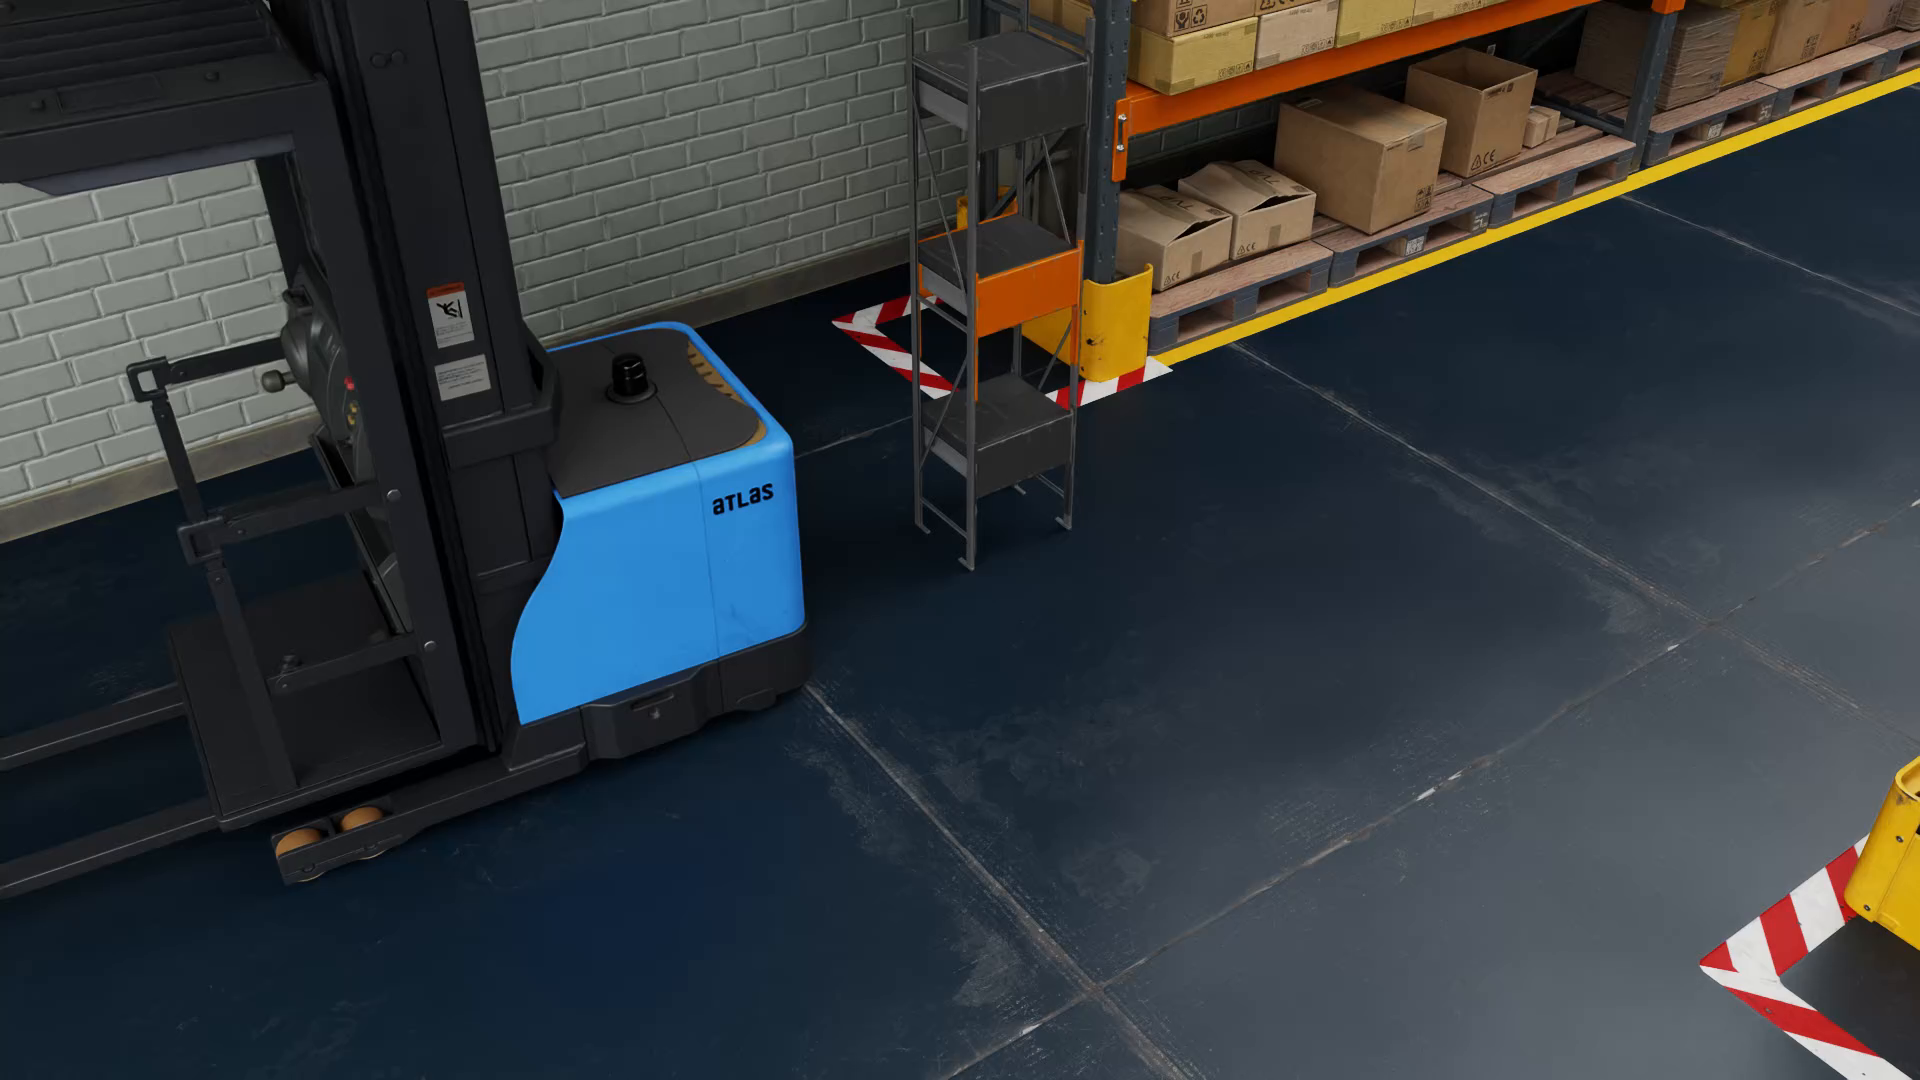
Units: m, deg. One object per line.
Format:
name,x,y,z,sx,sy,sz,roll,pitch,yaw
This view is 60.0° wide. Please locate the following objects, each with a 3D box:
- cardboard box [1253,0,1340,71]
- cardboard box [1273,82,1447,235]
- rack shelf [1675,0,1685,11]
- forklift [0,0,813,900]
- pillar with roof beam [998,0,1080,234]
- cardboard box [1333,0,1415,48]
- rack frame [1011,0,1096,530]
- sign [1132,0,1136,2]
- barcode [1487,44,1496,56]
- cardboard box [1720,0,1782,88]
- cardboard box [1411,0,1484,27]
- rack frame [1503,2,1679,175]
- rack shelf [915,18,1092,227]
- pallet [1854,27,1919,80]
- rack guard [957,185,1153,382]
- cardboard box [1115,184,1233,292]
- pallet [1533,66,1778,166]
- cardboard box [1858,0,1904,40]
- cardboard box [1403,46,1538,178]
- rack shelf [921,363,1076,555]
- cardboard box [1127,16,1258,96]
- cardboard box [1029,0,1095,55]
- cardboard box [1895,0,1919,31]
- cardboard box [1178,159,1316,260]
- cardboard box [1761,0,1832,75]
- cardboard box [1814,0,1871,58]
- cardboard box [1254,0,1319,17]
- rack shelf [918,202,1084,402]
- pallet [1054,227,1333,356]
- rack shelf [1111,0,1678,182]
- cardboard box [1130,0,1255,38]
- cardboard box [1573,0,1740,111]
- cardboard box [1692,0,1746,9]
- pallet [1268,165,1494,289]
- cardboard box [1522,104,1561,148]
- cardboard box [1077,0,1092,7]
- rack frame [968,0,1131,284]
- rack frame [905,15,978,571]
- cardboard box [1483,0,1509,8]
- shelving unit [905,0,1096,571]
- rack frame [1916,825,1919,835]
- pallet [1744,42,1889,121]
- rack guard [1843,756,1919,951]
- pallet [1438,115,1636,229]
cardboard box,1.372,-2.392,7.619,0.500,0.250,0.500,-24,42,-29
cardboard box,2.085,-2.019,8.753,0.500,0.500,0.700,-25,43,-31
rack shelf,5.278,-3.977,10.327,4.000,0.370,1.077,-22,41,-28
forklift,-2.067,-0.466,4.888,3.031,2.935,1.130,-18,40,-24
pillar with roof beam,2.927,-3.280,3.604,0.400,9.000,9.100,-22,41,-28
cardboard box,1.791,-2.561,7.853,0.500,0.250,0.500,-23,42,-29
rack frame,0.335,-0.990,6.328,0.015,2.100,0.400,-22,41,-28
sign,0.686,-2.344,6.698,0.005,0.325,0.100,-22,41,-28
barcode,3.064,-2.823,9.596,0.075,0.075,0.001,-22,41,-28
cardboard box,4.629,-3.214,10.413,0.500,0.500,0.700,-23,42,-29
cardboard box,2.206,-2.730,8.088,0.500,0.250,0.500,-22,41,-27
rack frame,3.643,-3.597,9.182,0.127,3.000,1.000,-22,41,-28
rack shelf,0.135,-1.465,5.814,0.480,0.518,0.431,-22,41,-28
pallet,6.273,-3.548,11.502,1.213,0.211,1.003,-22,41,-28
rack guard,0.436,-1.262,8.076,0.348,0.500,1.175,-22,41,-28
cardboard box,0.991,-1.528,8.231,0.500,0.311,0.500,-28,44,-33
pallet,4.279,-2.727,10.361,1.213,0.211,1.003,-22,41,-28
cardboard box,5.866,-3.721,11.119,0.500,0.500,0.700,-22,41,-28
cardboard box,2.818,-2.392,9.271,0.500,0.500,0.500,-26,43,-31
rack shelf,0.135,-0.329,6.631,0.480,0.518,0.431,-22,41,-28
cardboard box,0.955,-2.211,7.366,0.500,0.250,0.500,-24,42,-29
cardboard box,0.644,-2.448,7.696,0.500,0.250,0.500,-22,41,-27
cardboard box,6.354,-3.839,11.282,0.500,0.500,0.700,-22,41,-27
cardboard box,1.457,-1.720,8.498,0.500,0.311,0.500,-19,40,-24
cardboard box,5.069,-3.366,10.625,0.500,0.500,0.700,-22,41,-27
cardboard box,5.476,-3.540,10.868,0.500,0.500,0.700,-23,41,-28
cardboard box,1.347,-2.681,7.378,0.500,0.500,0.500,-22,41,-28
rack shelf,0.135,-0.897,6.222,0.480,0.518,0.431,-22,41,-28
pallet,1.120,-1.401,8.517,1.213,0.211,1.003,-22,41,-28
rack shelf,2.008,-2.632,8.456,4.000,0.370,1.077,-22,41,-28
cardboard box,0.937,-2.520,7.154,0.500,0.500,0.500,-22,41,-28
cardboard box,4.235,-3.016,10.138,0.500,0.500,0.700,-21,41,-26
cardboard box,4.593,-3.470,10.128,0.500,0.250,0.500,-23,42,-29
pallet,2.116,-1.809,9.084,1.213,0.211,1.003,-22,41,-28
cardboard box,3.223,-2.431,9.610,0.250,0.166,0.380,-28,44,-33
cardboard box,0.636,-2.763,7.491,0.500,0.500,0.500,-23,42,-28
rack frame,0.374,-2.251,7.311,0.127,3.000,1.000,-22,41,-28
rack frame,-0.064,-0.826,6.100,0.015,2.100,0.400,-22,41,-28
cardboard box,2.616,-2.900,8.324,0.500,0.250,0.500,-23,41,-28
shelving unit,0.135,-0.908,6.214,0.503,2.100,0.431,-22,41,-28
rack frame,3.230,0.112,4.025,0.127,3.000,1.000,-22,41,-28
pallet,5.277,-3.140,10.935,1.213,0.211,1.003,-22,41,-28
rack guard,3.211,1.135,4.744,0.348,0.500,1.175,-22,41,-28
pallet,3.115,-2.222,9.658,1.213,0.211,1.003,-22,41,-28
